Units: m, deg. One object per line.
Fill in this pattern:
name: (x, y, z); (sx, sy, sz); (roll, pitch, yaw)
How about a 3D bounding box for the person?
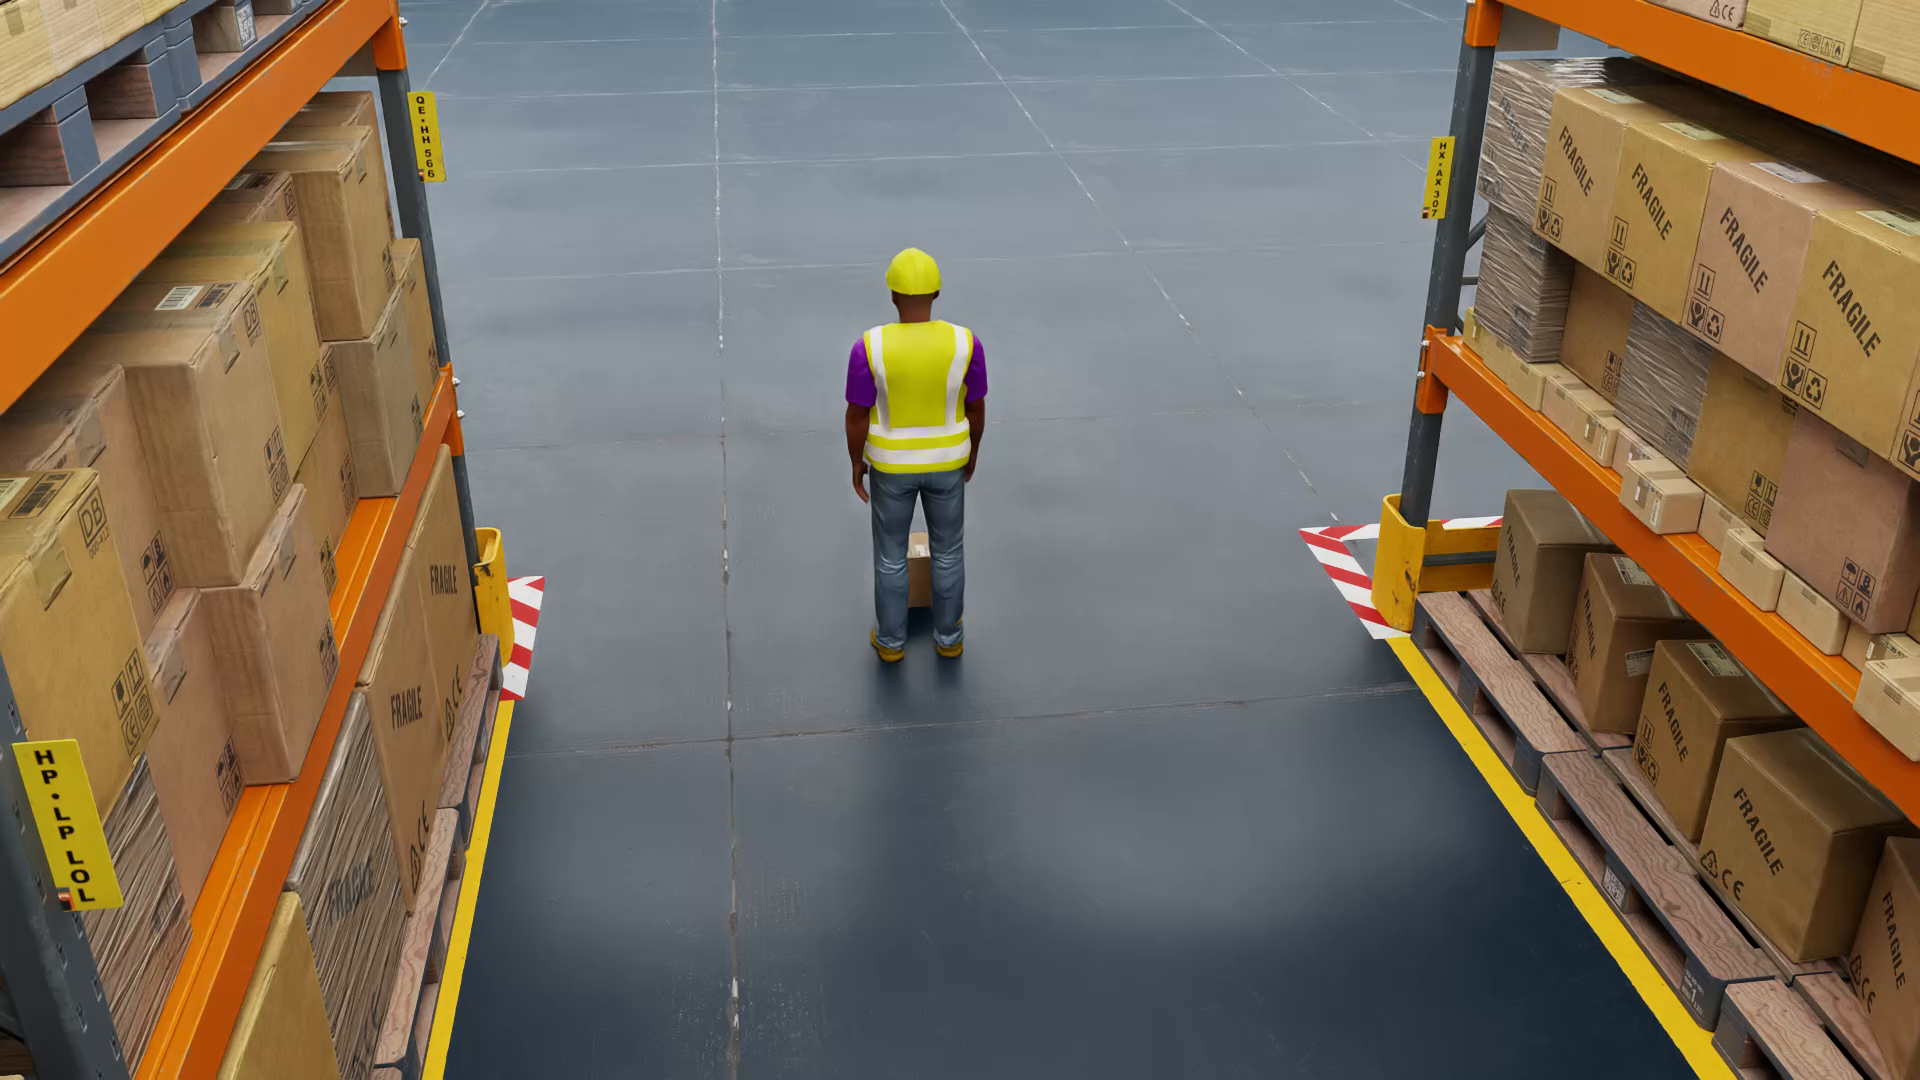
person: (-0.182, -0.319, 6.720); (0.563, 1.762, 0.367); (-3, 27, -6)
